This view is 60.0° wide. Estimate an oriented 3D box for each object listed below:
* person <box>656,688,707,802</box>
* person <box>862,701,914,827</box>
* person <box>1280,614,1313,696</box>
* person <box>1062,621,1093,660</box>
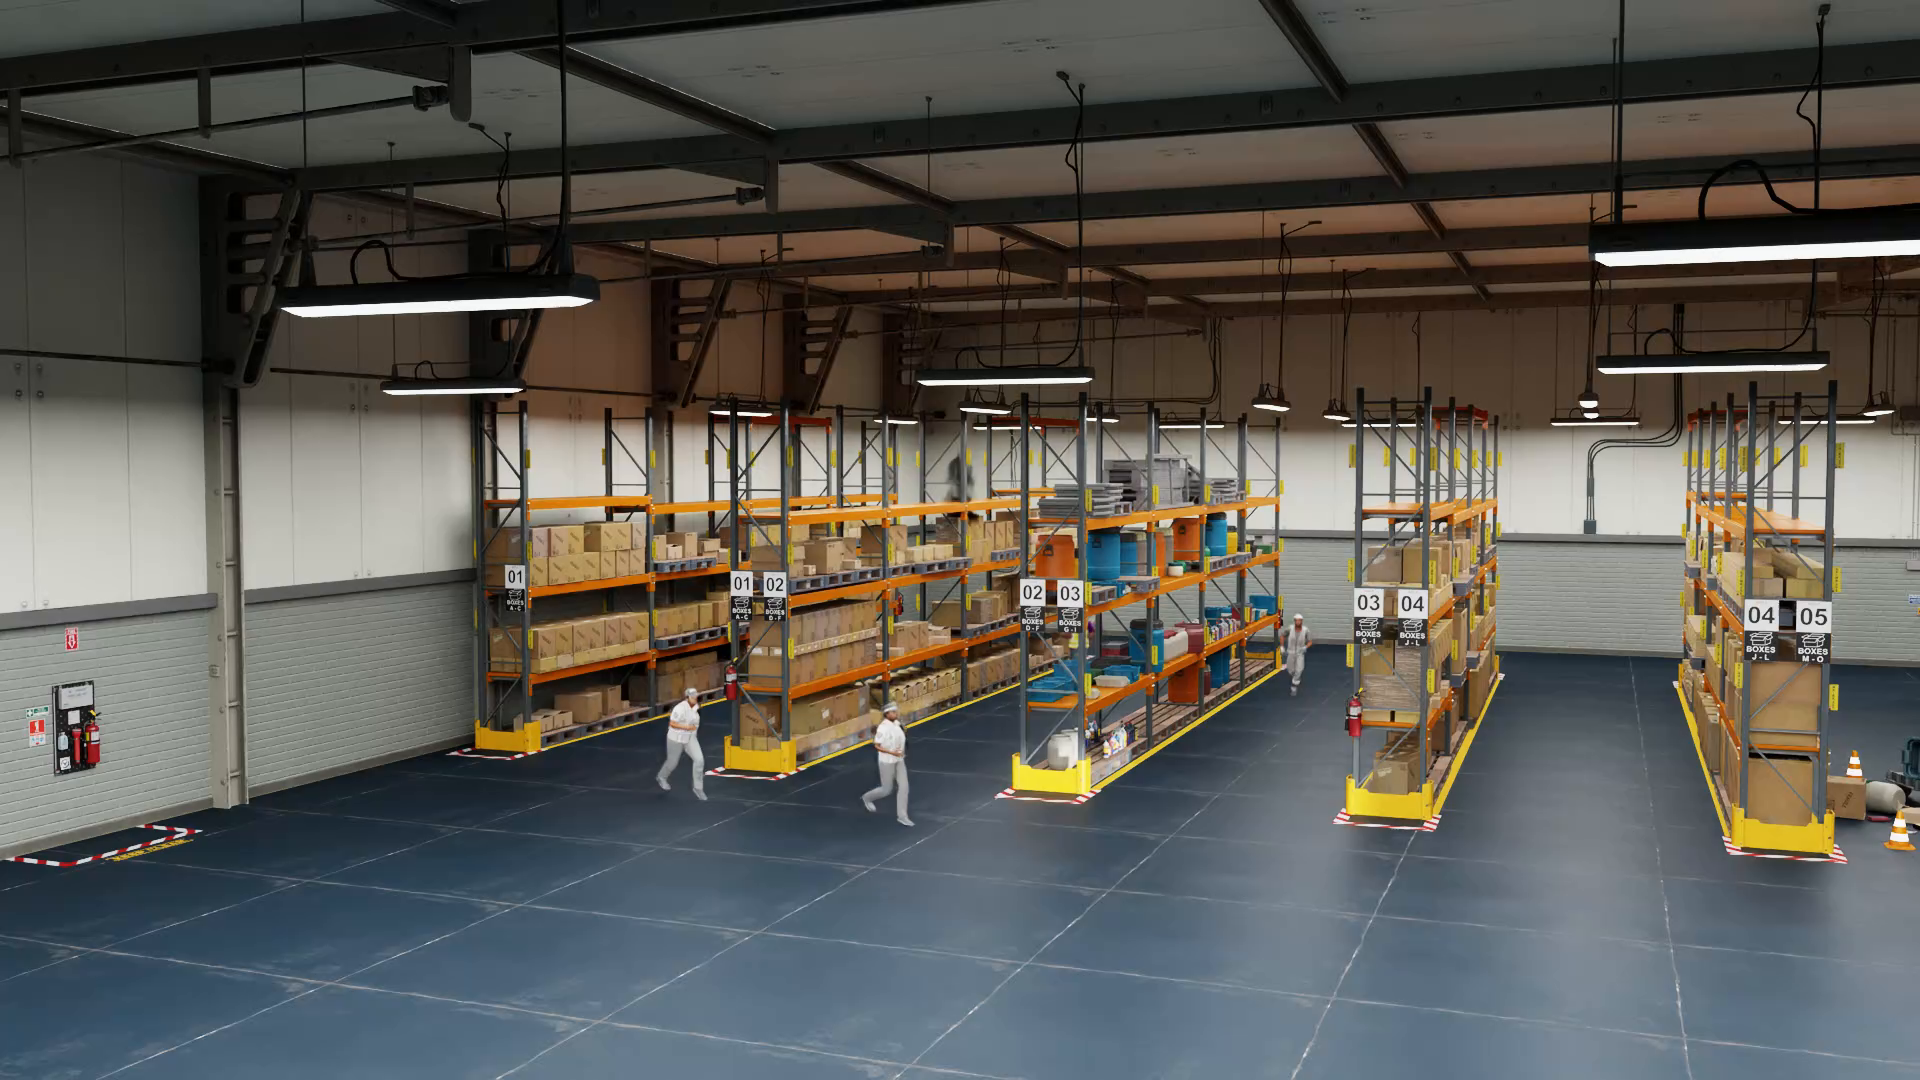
[{"bbox_3d":[-4.133,2.999,24.593,1.017,1.676,0.606,3,4,43],"label":"person"},{"bbox_3d":[-0.970,3.056,22.877,0.870,1.702,0.579,2,4,39],"label":"person"},{"bbox_3d":[7.154,2.434,35.368,0.702,1.732,0.710,1,3,17],"label":"person"},{"bbox_3d":[2.533,2.368,35.982,0.670,1.809,0.868,0,3,9],"label":"person"}]
